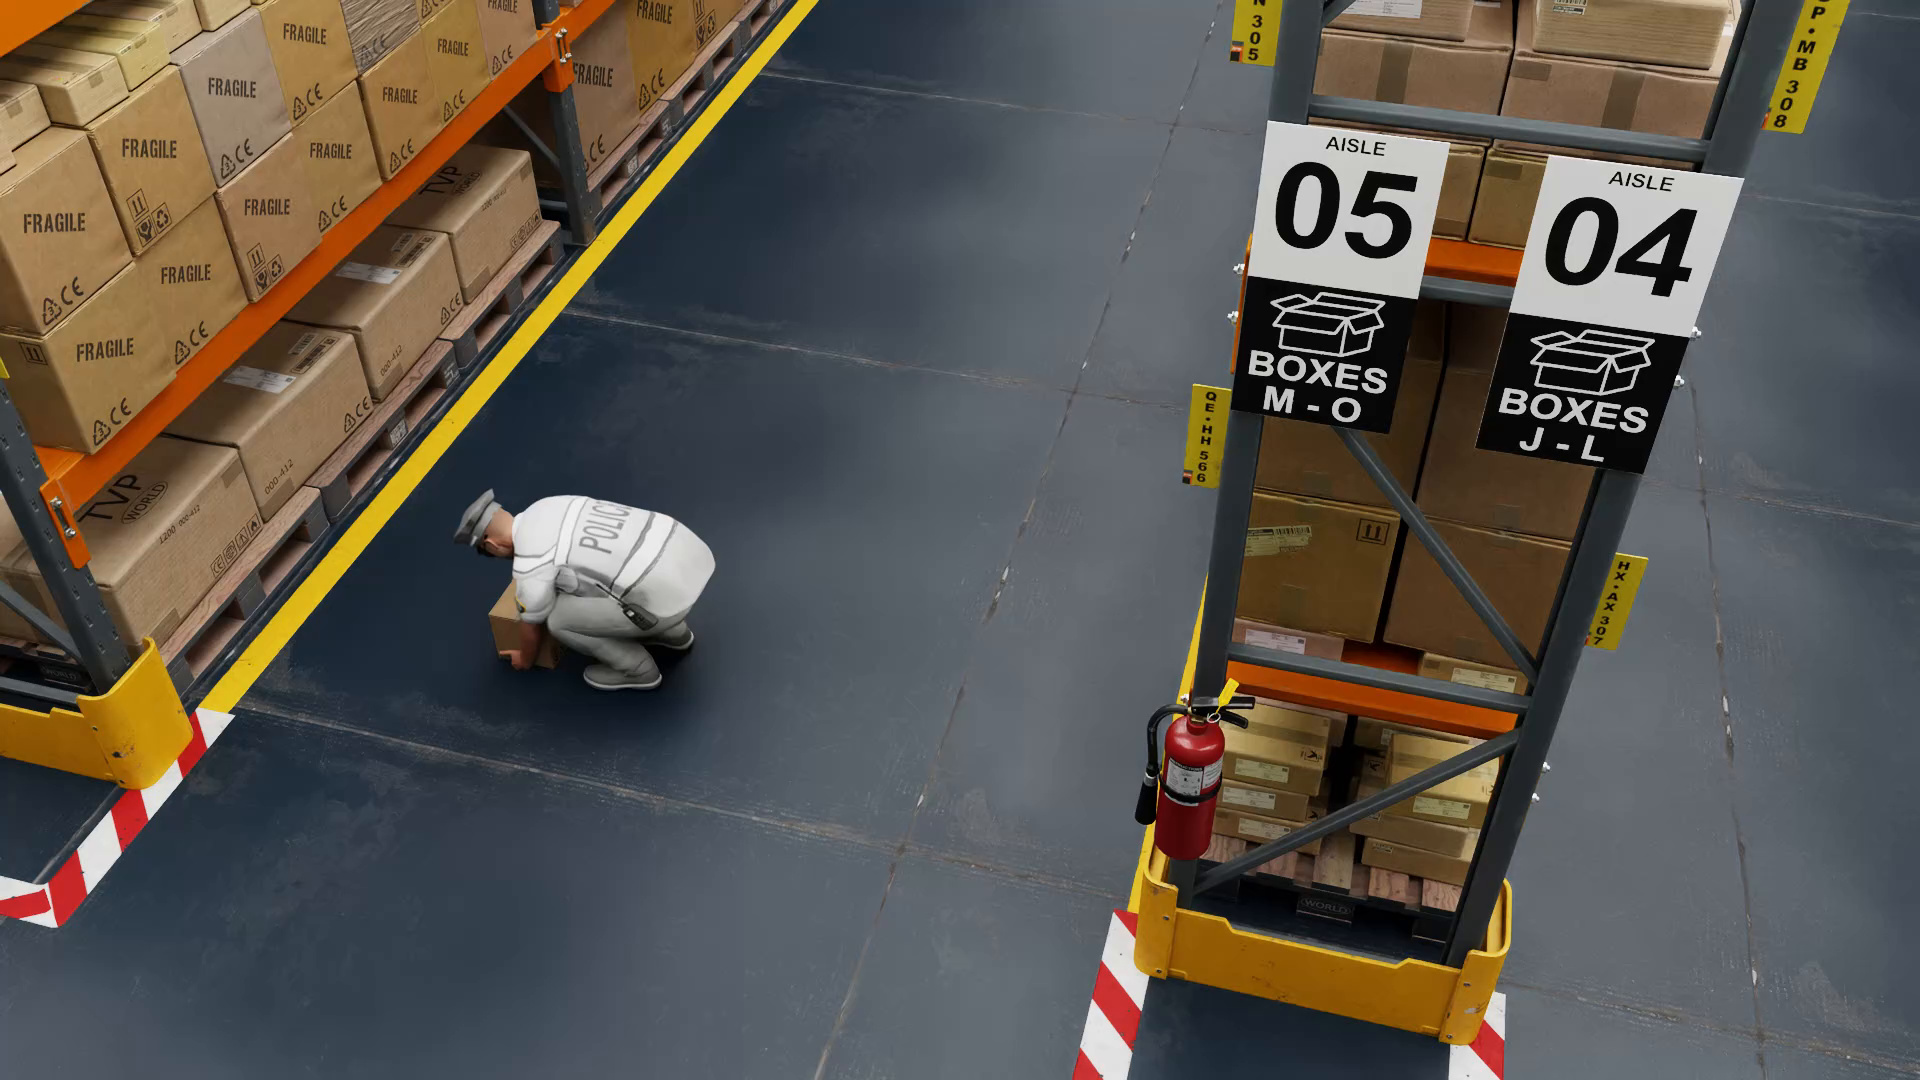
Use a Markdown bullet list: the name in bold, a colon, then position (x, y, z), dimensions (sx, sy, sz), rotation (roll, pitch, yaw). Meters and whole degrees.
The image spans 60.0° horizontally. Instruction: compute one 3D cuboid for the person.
- **person**: position (-1.490, 0.191, 6.679), dimensions (1.009, 0.845, 0.534), rotation (9, 42, 10)
